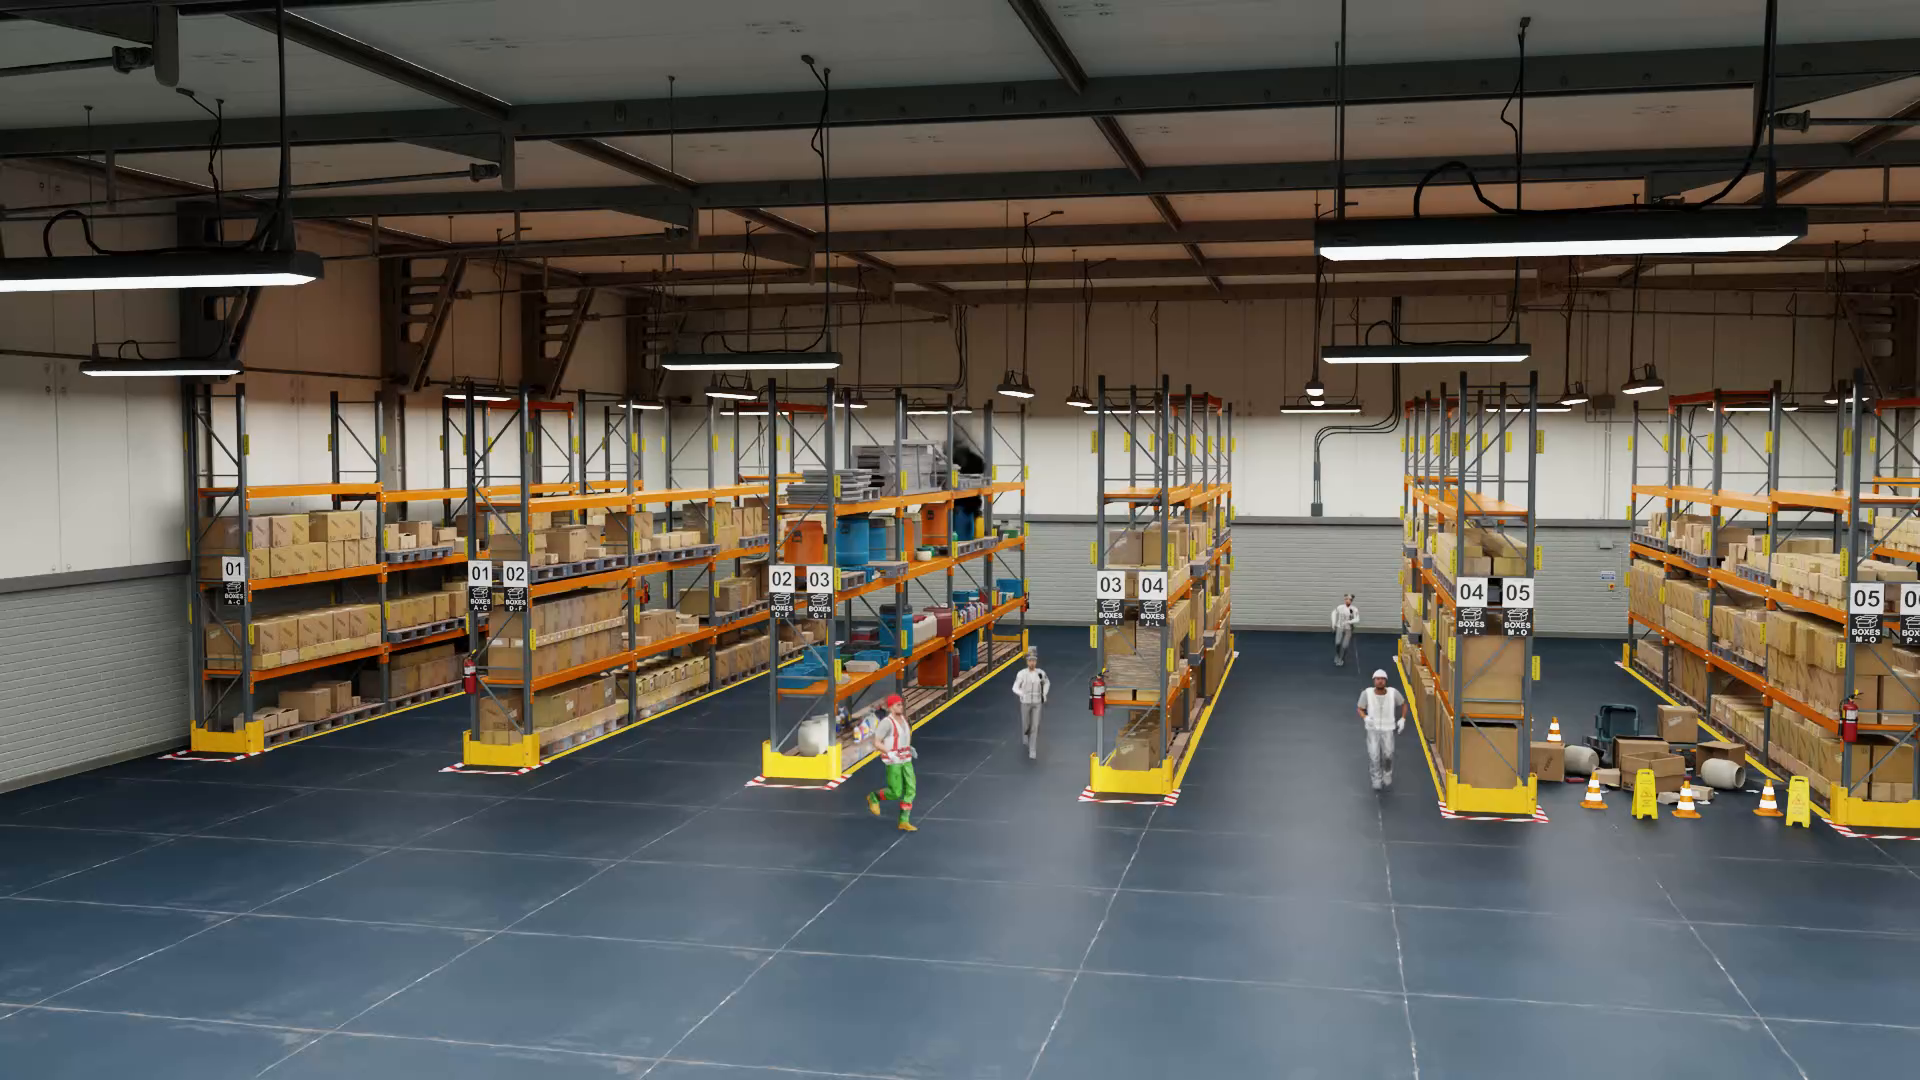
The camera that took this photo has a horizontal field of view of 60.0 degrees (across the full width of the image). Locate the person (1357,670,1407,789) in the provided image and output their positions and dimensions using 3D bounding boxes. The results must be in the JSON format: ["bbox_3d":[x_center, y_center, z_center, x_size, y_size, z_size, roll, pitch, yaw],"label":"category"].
[{"bbox_3d":[6.096,2.745,24.035,0.711,1.738,0.595,1,3,12],"label":"person"}]

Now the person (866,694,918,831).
[{"bbox_3d":[-0.859,2.886,21.707,0.788,1.754,0.661,3,4,39],"label":"person"}]

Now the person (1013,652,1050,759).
[{"bbox_3d":[1.161,2.625,26.735,0.618,1.664,0.890,0,3,-3],"label":"person"}]

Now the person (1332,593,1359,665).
[{"bbox_3d":[8.723,2.023,37.642,0.613,1.655,0.546,1,3,15],"label":"person"}]
